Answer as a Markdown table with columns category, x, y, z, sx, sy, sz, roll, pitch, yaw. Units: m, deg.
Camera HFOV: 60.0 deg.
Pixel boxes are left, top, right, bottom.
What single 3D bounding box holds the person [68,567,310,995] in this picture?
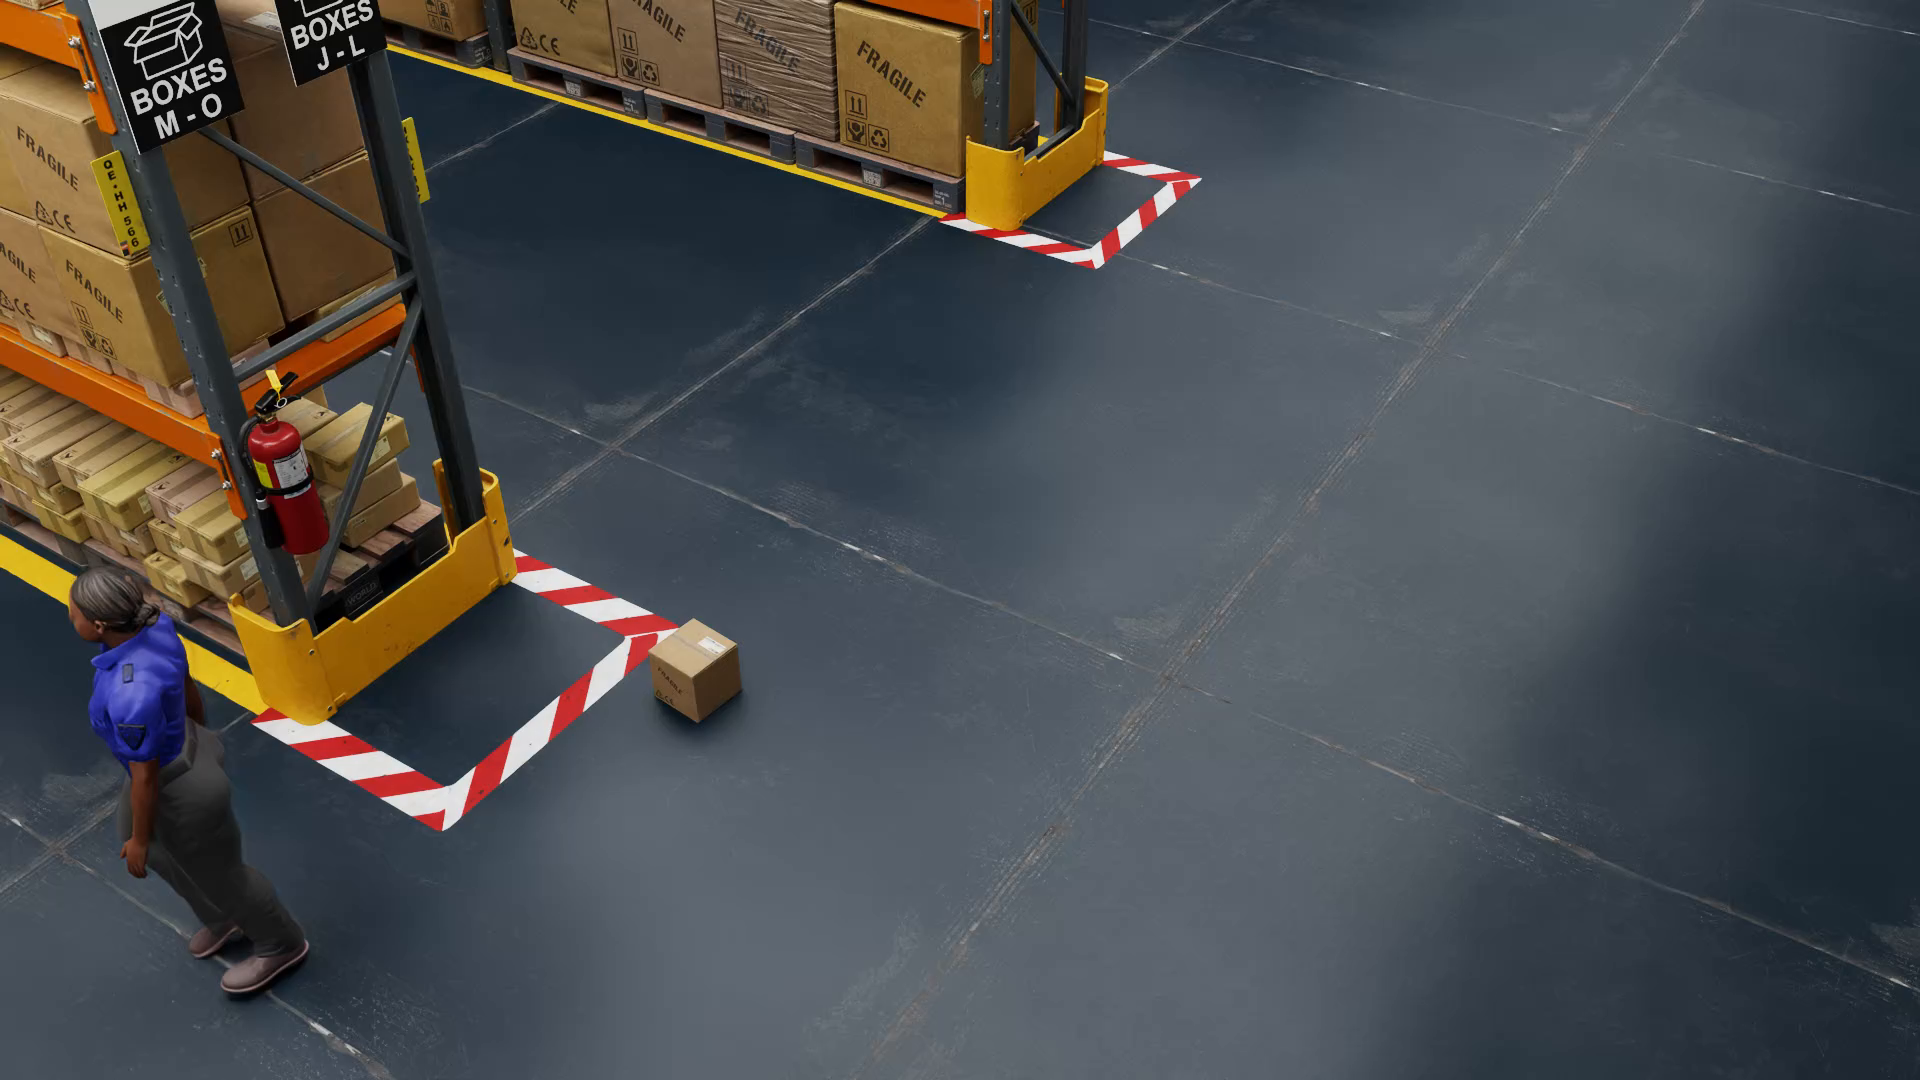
| category | x | y | z | sx | sy | sz | roll | pitch | yaw |
| --- | --- | --- | --- | --- | --- | --- | --- | --- | --- |
| person | -2.469 | 0.775 | 5.176 | 0.470 | 1.675 | 0.507 | -14 | 41 | -16 |
